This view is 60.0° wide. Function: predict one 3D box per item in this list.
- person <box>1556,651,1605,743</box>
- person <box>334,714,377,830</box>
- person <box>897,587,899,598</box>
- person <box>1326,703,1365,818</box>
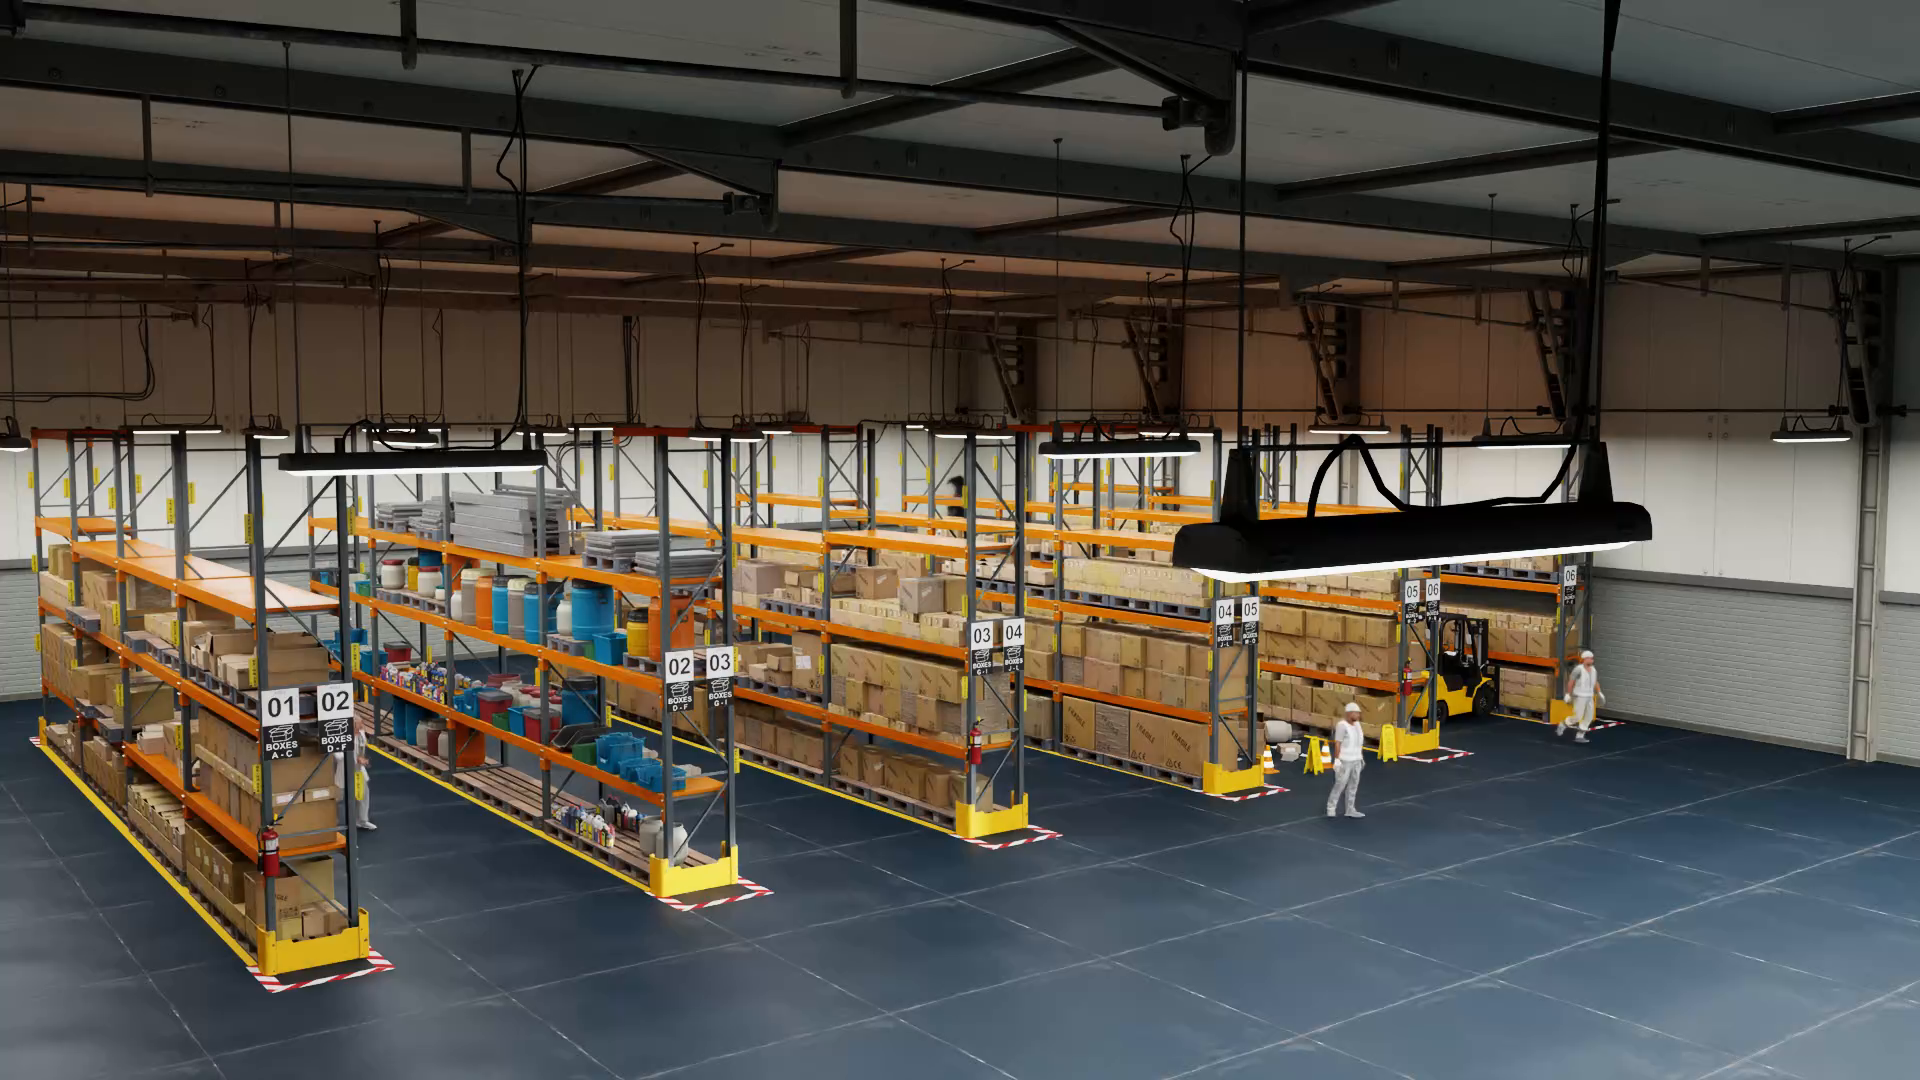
[{"bbox_3d":[11.784,2.968,31.617,0.702,1.758,0.697,-2,5,-28],"label":"person"},{"bbox_3d":[-9.269,3.486,25.116,1.010,1.749,0.690,2,5,27],"label":"person"},{"bbox_3d":[-1.761,1.722,47.358,0.672,1.755,0.891,3,6,36],"label":"person"},{"bbox_3d":[5.999,3.417,25.809,0.627,1.785,0.495,-4,6,-44],"label":"person"}]
